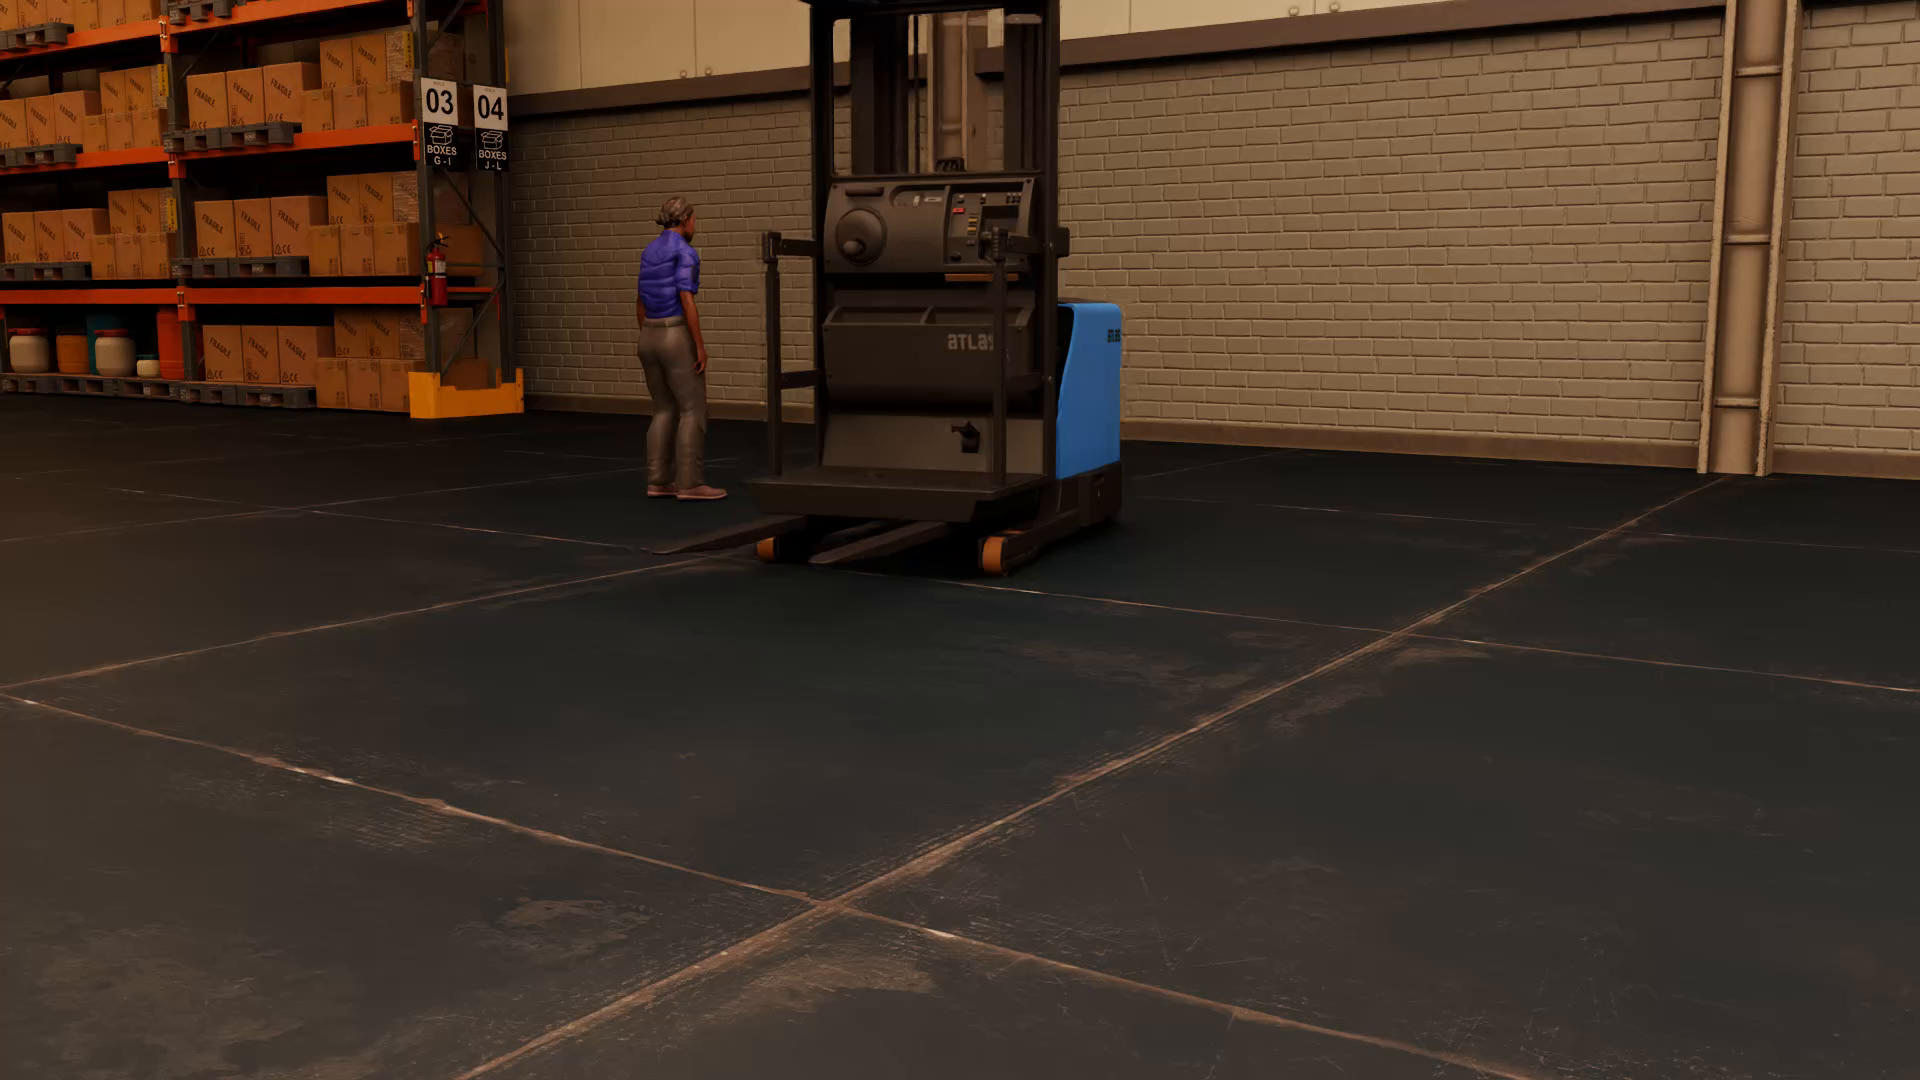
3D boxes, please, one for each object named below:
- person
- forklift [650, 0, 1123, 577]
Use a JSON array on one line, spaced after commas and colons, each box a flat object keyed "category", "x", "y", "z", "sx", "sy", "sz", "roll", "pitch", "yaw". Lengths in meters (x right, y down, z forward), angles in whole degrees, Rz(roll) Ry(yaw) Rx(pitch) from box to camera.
[{"category": "person", "x": -1.565, "y": -1.051, "z": 9.132, "sx": 0.512, "sy": 1.653, "sz": 0.350, "roll": 8, "pitch": 11, "yaw": 43}, {"category": "forklift", "x": -0.211, "y": -1.370, "z": 6.827, "sx": 1.130, "sy": 2.935, "sz": 3.031, "roll": 3, "pitch": 9, "yaw": 21}]
